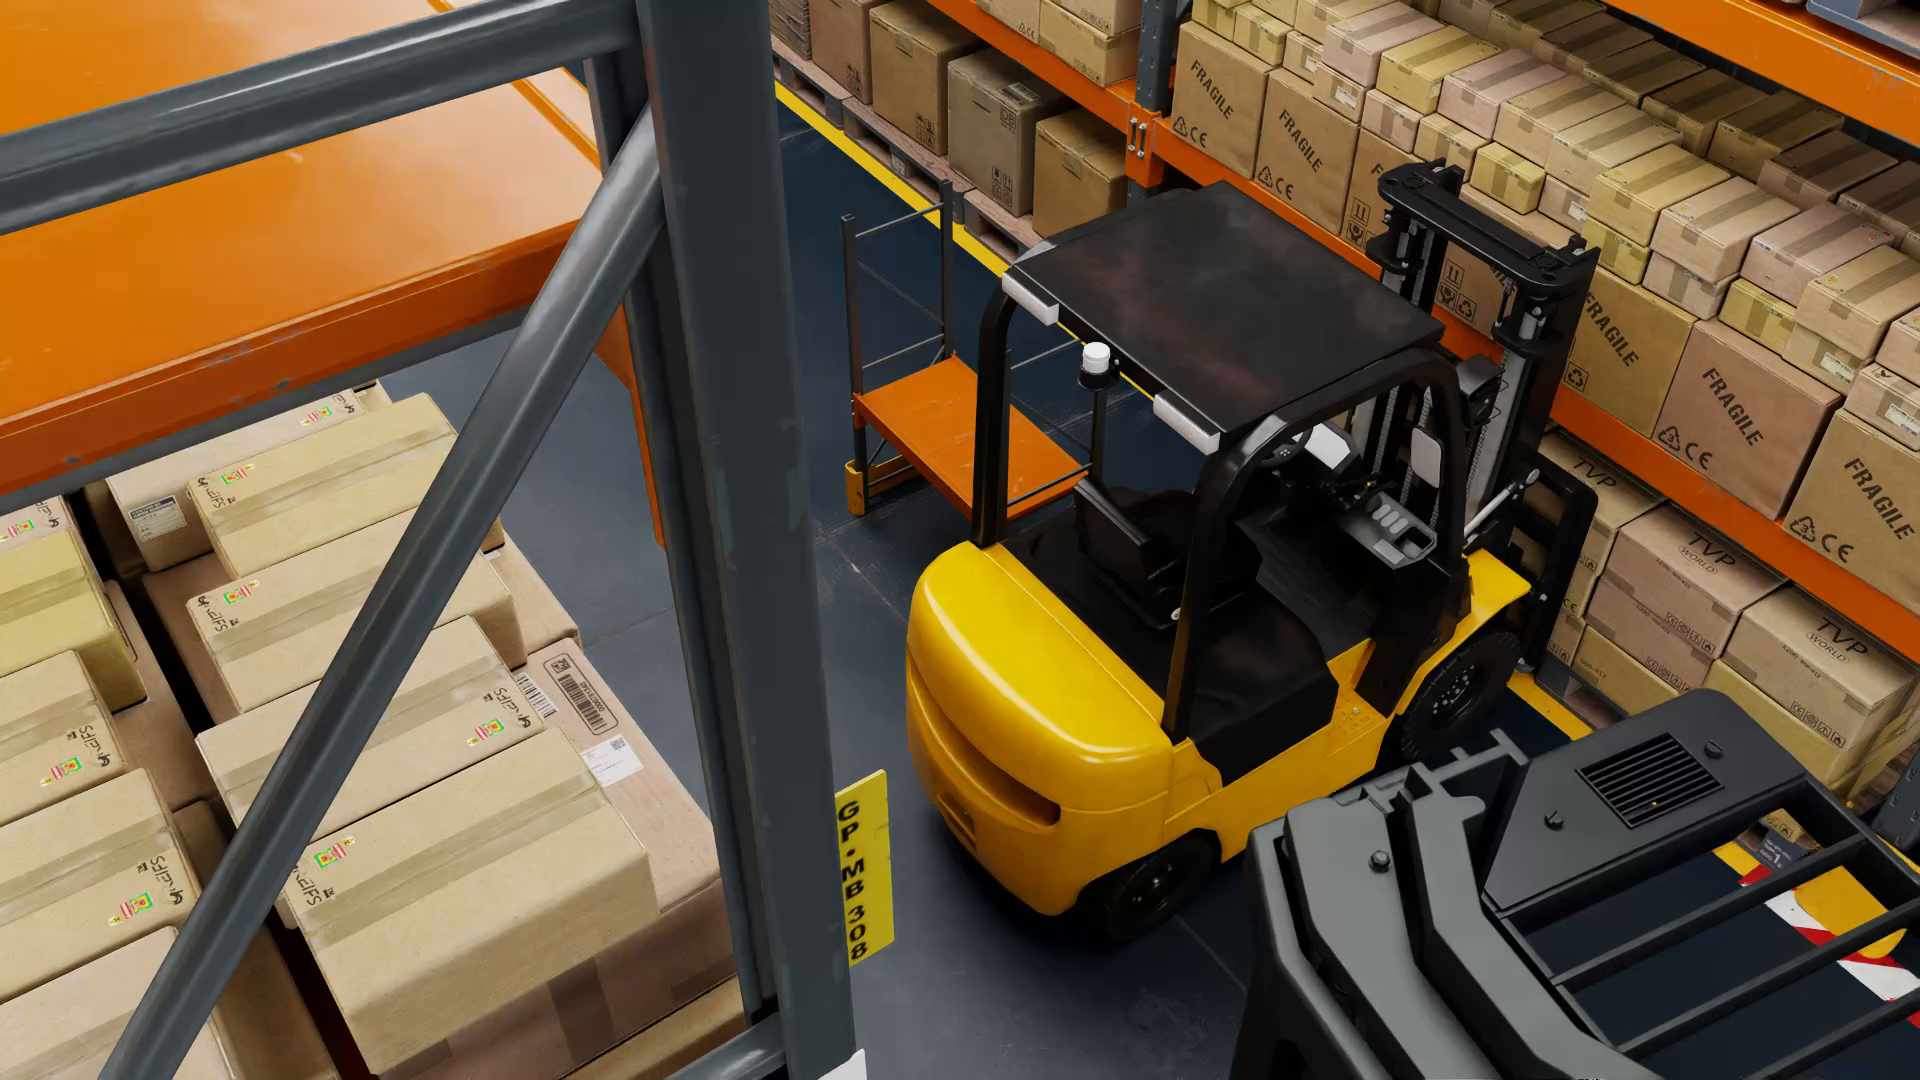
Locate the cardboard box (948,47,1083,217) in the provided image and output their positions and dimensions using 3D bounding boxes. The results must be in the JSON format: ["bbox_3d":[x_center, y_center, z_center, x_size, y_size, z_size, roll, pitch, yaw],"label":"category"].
[{"bbox_3d":[0.469,-2.258,8.849,0.875,0.625,0.625,-26,50,-25],"label":"cardboard box"}]

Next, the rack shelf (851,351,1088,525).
[{"bbox_3d":[0.049,-0.364,6.797,0.538,0.185,1.000,-26,49,-24],"label":"rack shelf"}]

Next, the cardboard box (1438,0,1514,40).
[{"bbox_3d":[2.112,-2.128,6.540,0.380,0.149,0.250,-27,50,-25],"label":"cardboard box"}]

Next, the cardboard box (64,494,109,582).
[{"bbox_3d":[-1.667,0.098,2.687,0.500,0.250,0.500,-24,49,-23],"label":"cardboard box"}]

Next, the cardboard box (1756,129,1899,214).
[{"bbox_3d":[2.901,-1.209,5.578,0.380,0.149,0.250,-24,49,-23],"label":"cardboard box"}]

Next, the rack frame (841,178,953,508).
[{"bbox_3d":[-0.242,-0.782,6.974,0.500,1.500,0.032,-26,49,-24],"label":"rack frame"}]

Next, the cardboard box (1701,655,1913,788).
[{"bbox_3d":[2.968,0.544,5.824,0.500,0.250,0.500,-26,50,-25],"label":"cardboard box"}]

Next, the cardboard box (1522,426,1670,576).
[{"bbox_3d":[2.390,-0.191,6.232,0.500,0.250,0.500,-25,49,-24],"label":"cardboard box"}]

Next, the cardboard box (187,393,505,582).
[{"bbox_3d":[-0.934,-0.041,2.544,0.380,0.149,0.250,-26,49,-25],"label":"cardboard box"}]

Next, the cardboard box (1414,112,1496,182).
[{"bbox_3d":[1.890,-1.481,6.078,0.380,0.149,0.250,-27,50,-26],"label":"cardboard box"}]

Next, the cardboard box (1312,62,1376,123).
[{"bbox_3d":[1.583,-1.766,6.376,0.380,0.149,0.250,-25,49,-24],"label":"cardboard box"}]

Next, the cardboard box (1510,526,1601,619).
[{"bbox_3d":[2.378,-0.028,6.423,0.500,0.250,0.500,-27,50,-25],"label":"cardboard box"}]

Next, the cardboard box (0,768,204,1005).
[{"bbox_3d":[-1.118,0.479,2.000,0.380,0.149,0.250,-25,49,-24],"label":"cardboard box"}]

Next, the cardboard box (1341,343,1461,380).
[{"bbox_3d":[1.812,-0.781,6.850,0.500,0.250,0.500,-24,49,-23],"label":"cardboard box"}]

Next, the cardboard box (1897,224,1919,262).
[{"bbox_3d":[3.201,-0.924,5.279,0.380,0.149,0.250,-25,49,-24],"label":"cardboard box"}]

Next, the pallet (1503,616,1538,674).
[{"bbox_3d":[2.337,-0.064,7.155,1.003,0.211,1.213,-26,49,-24],"label":"pallet"}]

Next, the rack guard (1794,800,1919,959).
[{"bbox_3d":[3.517,0.952,5.882,1.175,0.500,0.348,-26,49,-24],"label":"rack guard"}]

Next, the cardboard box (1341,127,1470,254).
[{"bbox_3d":[1.857,-1.338,6.398,0.500,0.500,0.500,-26,50,-25],"label":"cardboard box"}]

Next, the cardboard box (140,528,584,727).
[{"bbox_3d":[-0.915,0.180,2.601,0.500,0.250,0.500,-26,50,-25],"label":"cardboard box"}]

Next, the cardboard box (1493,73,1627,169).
[{"bbox_3d":[2.113,-1.479,5.861,0.380,0.149,0.250,-26,49,-24],"label":"cardboard box"}]

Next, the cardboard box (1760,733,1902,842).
[{"bbox_3d":[2.975,0.736,5.985,0.500,0.250,0.500,-25,49,-24],"label":"cardboard box"}]

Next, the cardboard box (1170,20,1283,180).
[{"bbox_3d":[1.254,-1.913,7.000,0.500,0.500,0.500,-27,50,-25],"label":"cardboard box"}]

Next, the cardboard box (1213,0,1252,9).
[{"bbox_3d":[1.154,-2.312,6.733,0.380,0.149,0.250,-25,49,-24],"label":"cardboard box"}]

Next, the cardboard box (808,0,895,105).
[{"bbox_3d":[-0.348,-3.064,9.694,0.875,0.625,0.625,-24,49,-23],"label":"cardboard box"}]

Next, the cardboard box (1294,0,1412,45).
[{"bbox_3d":[1.531,-2.058,6.467,0.380,0.149,0.250,-27,50,-25],"label":"cardboard box"}]

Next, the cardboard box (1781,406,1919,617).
[{"bbox_3d":[3.006,-0.177,5.181,0.500,0.500,0.500,-27,50,-25],"label":"cardboard box"}]

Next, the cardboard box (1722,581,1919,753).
[{"bbox_3d":[2.984,0.378,5.636,0.500,0.250,0.500,-24,49,-23],"label":"cardboard box"}]

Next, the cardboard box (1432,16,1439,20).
[{"bbox_3d":[1.925,-2.140,6.768,0.380,0.149,0.250,-25,49,-23],"label":"cardboard box"}]

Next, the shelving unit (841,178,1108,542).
[{"bbox_3d":[0.044,-0.499,6.678,0.587,1.500,1.083,-26,49,-24],"label":"shelving unit"}]

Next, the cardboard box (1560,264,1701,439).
[{"bbox_3d":[2.423,-0.764,5.797,0.500,0.500,0.500,-27,50,-25],"label":"cardboard box"}]

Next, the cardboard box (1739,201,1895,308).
[{"bbox_3d":[2.705,-0.899,5.253,0.380,0.149,0.250,-25,49,-24],"label":"cardboard box"}]

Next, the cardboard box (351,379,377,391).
[{"bbox_3d":[-1.237,-0.324,2.840,0.380,0.149,0.250,-24,49,-23],"label":"cardboard box"}]

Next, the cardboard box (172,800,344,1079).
[{"bbox_3d":[-1.080,0.676,2.082,0.500,0.250,0.500,-26,50,-25],"label":"cardboard box"}]

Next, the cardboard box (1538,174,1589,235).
[{"bbox_3d":[2.252,-1.216,5.800,0.380,0.149,0.250,-26,49,-25],"label":"cardboard box"}]

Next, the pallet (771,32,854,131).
[{"bbox_3d":[-0.635,-3.006,10.237,1.003,0.211,1.213,-26,49,-24],"label":"pallet"}]

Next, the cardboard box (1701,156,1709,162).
[{"bbox_3d":[2.664,-1.408,6.001,0.380,0.149,0.250,-26,49,-25],"label":"cardboard box"}]

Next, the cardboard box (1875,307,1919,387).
[{"bbox_3d":[2.959,-0.591,4.930,0.380,0.149,0.250,-26,49,-24],"label":"cardboard box"}]

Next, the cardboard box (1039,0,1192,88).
[{"bbox_3d":[0.712,-2.359,7.648,0.500,0.250,0.500,-25,49,-24],"label":"cardboard box"}]

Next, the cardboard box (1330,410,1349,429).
[{"bbox_3d":[1.806,-0.600,7.022,0.500,0.250,0.500,-26,50,-25],"label":"cardboard box"}]

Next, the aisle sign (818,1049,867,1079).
[{"bbox_3d":[-0.276,0.970,2.170,0.394,0.787,0.004,-26,49,-24],"label":"aisle sign"}]

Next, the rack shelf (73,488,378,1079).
[{"bbox_3d":[-1.710,0.040,3.376,1.077,0.370,4.000,-26,49,-24],"label":"rack shelf"}]

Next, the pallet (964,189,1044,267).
[{"bbox_3d":[0.761,-1.624,8.789,1.003,0.211,1.213,-26,49,-24],"label":"pallet"}]

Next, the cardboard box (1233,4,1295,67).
[{"bbox_3d":[1.331,-2.071,6.696,0.380,0.149,0.250,-25,49,-24],"label":"cardboard box"}]

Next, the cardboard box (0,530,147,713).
[{"bbox_3d":[-1.382,0.177,2.315,0.380,0.149,0.250,-25,49,-24],"label":"cardboard box"}]

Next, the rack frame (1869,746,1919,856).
[{"bbox_3d":[3.503,0.034,5.033,1.000,3.000,0.127,-26,49,-24],"label":"rack frame"}]

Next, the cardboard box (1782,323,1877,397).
[{"bbox_3d":[2.806,-0.626,5.182,0.380,0.149,0.250,-25,49,-24],"label":"cardboard box"}]

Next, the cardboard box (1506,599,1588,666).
[{"bbox_3d":[2.420,0.163,6.585,0.500,0.250,0.500,-25,49,-24],"label":"cardboard box"}]

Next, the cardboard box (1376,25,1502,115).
[{"bbox_3d":[1.764,-1.736,6.129,0.380,0.149,0.250,-26,50,-25],"label":"cardboard box"}]

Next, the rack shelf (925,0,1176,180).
[{"bbox_3d":[0.071,-3.104,8.841,1.077,0.370,4.000,-26,49,-24],"label":"rack shelf"}]

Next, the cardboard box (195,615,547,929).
[{"bbox_3d":[-0.759,0.296,2.190,0.380,0.149,0.250,-26,49,-25],"label":"cardboard box"}]

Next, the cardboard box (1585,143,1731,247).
[{"bbox_3d":[2.313,-1.147,5.512,0.380,0.149,0.250,-25,49,-24],"label":"cardboard box"}]

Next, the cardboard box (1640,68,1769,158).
[{"bbox_3d":[2.625,-1.506,5.888,0.380,0.149,0.250,-25,49,-24],"label":"cardboard box"}]

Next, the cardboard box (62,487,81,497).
[{"bbox_3d":[-1.644,-0.123,2.629,0.380,0.149,0.250,-27,50,-26],"label":"cardboard box"}]

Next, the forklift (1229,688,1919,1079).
[{"bbox_3d":[1.329,1.499,3.548,3.031,2.935,1.130,-18,47,-18],"label":"forklift"}]

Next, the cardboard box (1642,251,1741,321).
[{"bbox_3d":[2.482,-0.904,5.473,0.380,0.149,0.250,-27,50,-26],"label":"cardboard box"}]

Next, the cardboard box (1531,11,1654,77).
[{"bbox_3d":[2.351,-1.810,6.207,0.380,0.149,0.250,-26,50,-25],"label":"cardboard box"}]

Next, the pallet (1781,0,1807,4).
[{"bbox_3d":[2.418,-2.121,5.182,1.003,0.211,1.213,-26,49,-24],"label":"pallet"}]
